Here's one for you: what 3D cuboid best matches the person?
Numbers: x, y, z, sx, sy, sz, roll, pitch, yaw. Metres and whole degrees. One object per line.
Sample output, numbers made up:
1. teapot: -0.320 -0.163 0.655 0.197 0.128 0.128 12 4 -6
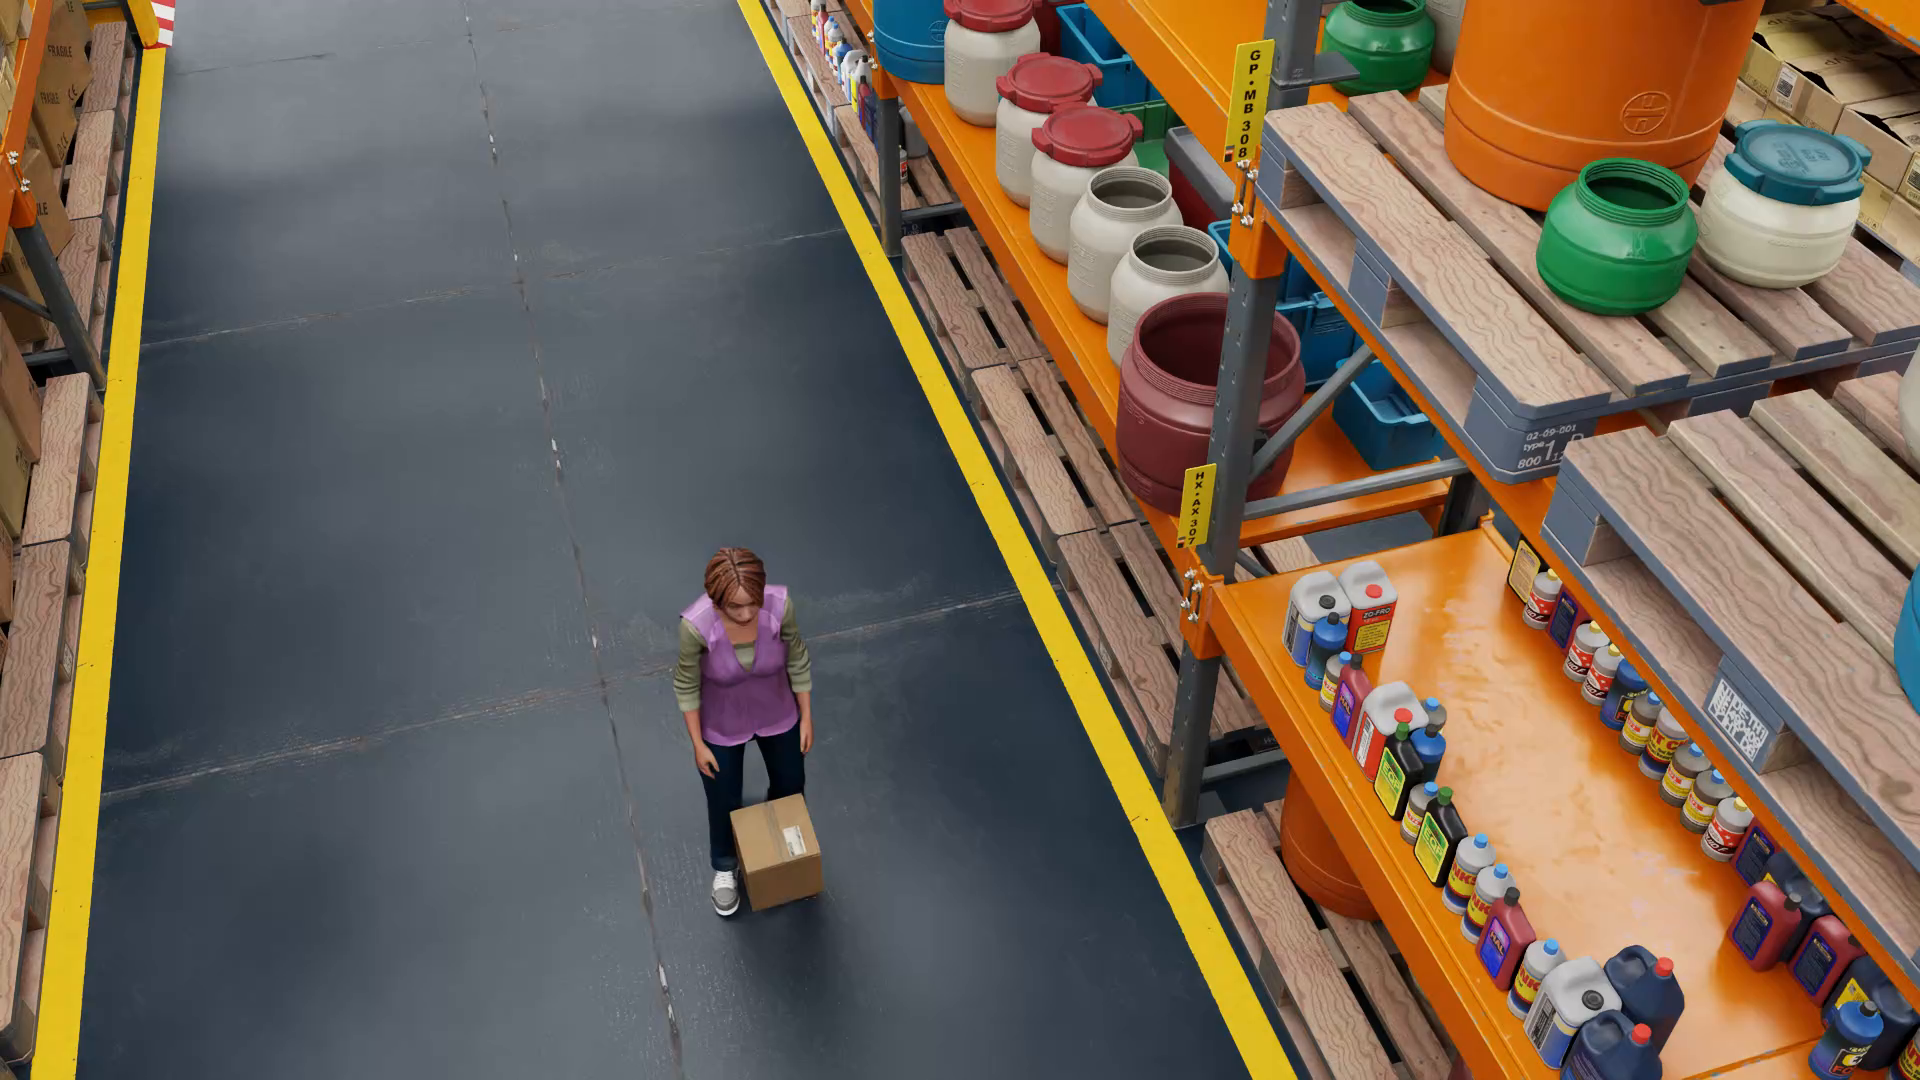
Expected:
1. person: -0.698 0.608 5.510 0.453 1.597 0.336 -13 44 -14
